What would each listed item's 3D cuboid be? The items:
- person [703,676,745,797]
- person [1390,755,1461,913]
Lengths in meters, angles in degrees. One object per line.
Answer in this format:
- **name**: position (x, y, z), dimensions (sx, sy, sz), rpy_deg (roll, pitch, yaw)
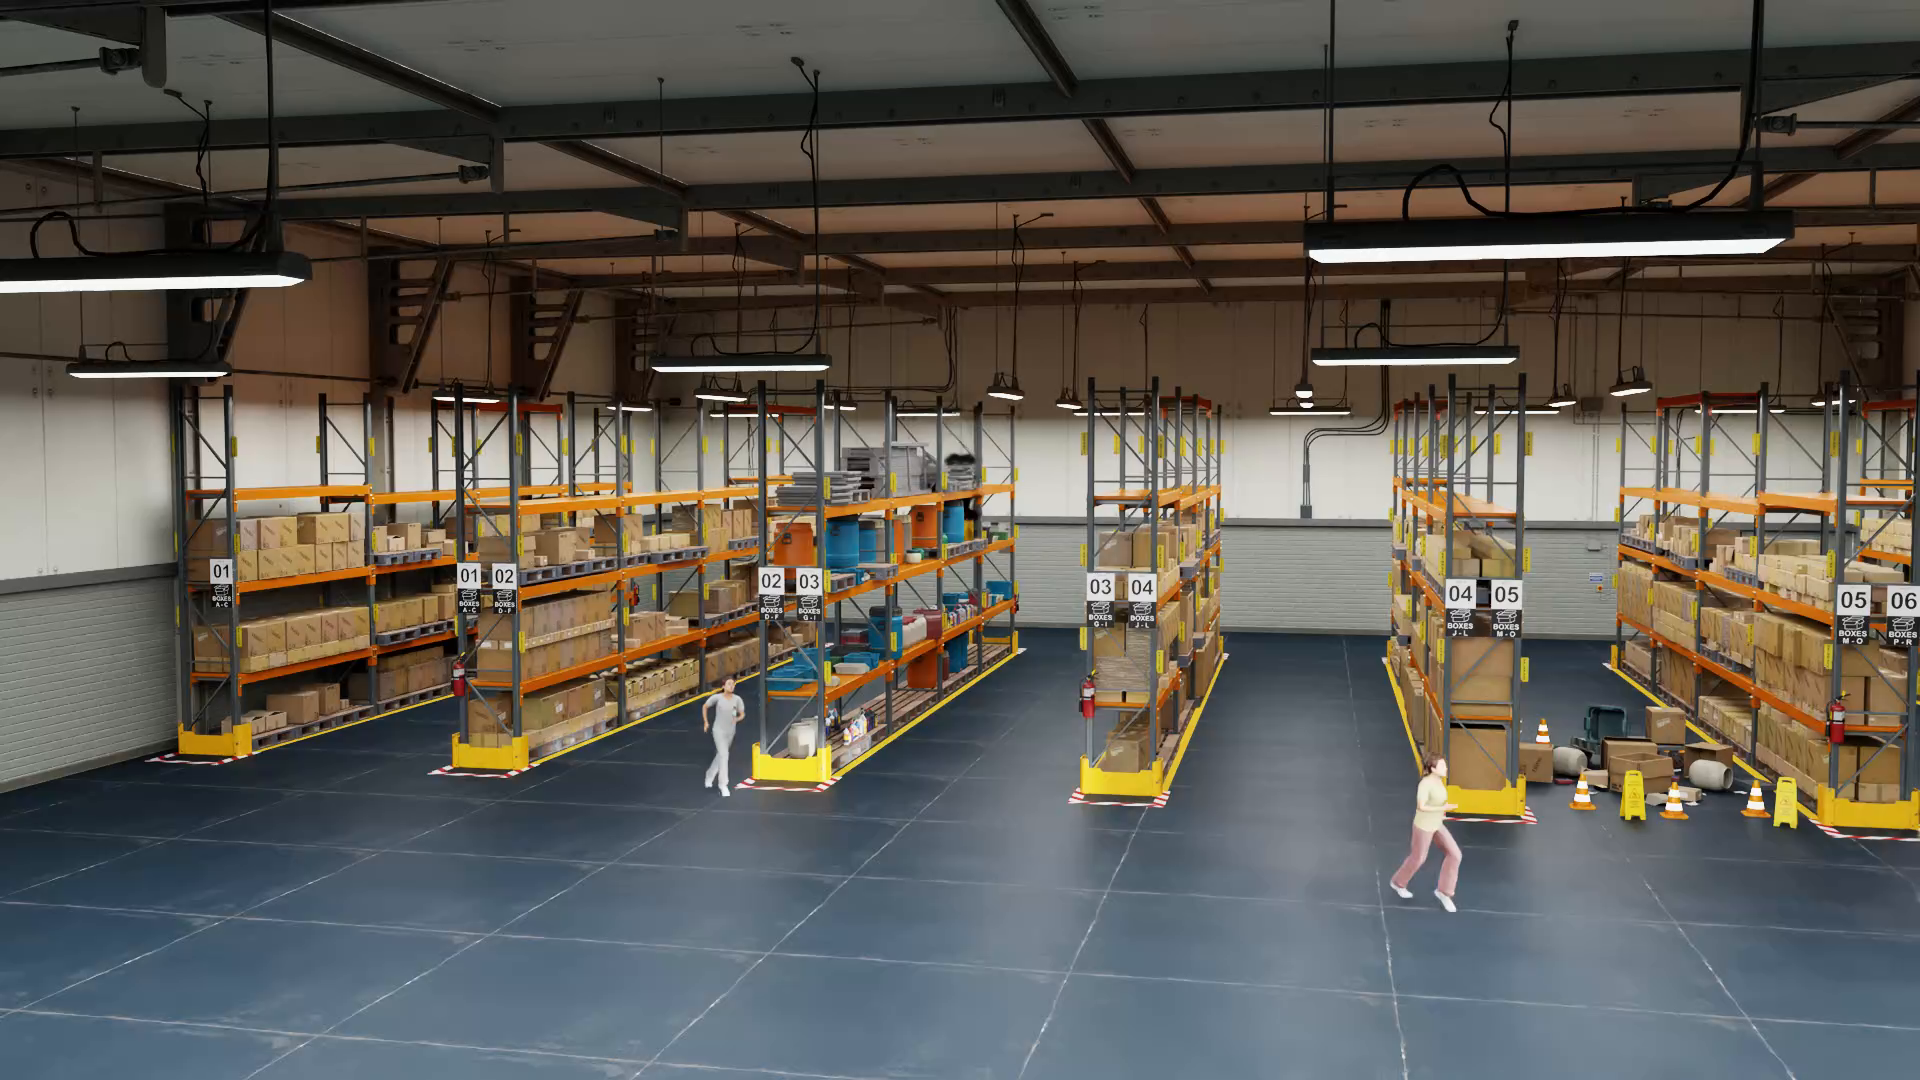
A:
- **person**: position (-3.387, 2.812, 24.105), dimensions (0.575, 1.664, 0.862), rpy_deg (-2, 4, -31)
- **person**: position (5.054, 3.159, 18.108), dimensions (0.820, 1.701, 0.599), rpy_deg (3, 4, 44)
